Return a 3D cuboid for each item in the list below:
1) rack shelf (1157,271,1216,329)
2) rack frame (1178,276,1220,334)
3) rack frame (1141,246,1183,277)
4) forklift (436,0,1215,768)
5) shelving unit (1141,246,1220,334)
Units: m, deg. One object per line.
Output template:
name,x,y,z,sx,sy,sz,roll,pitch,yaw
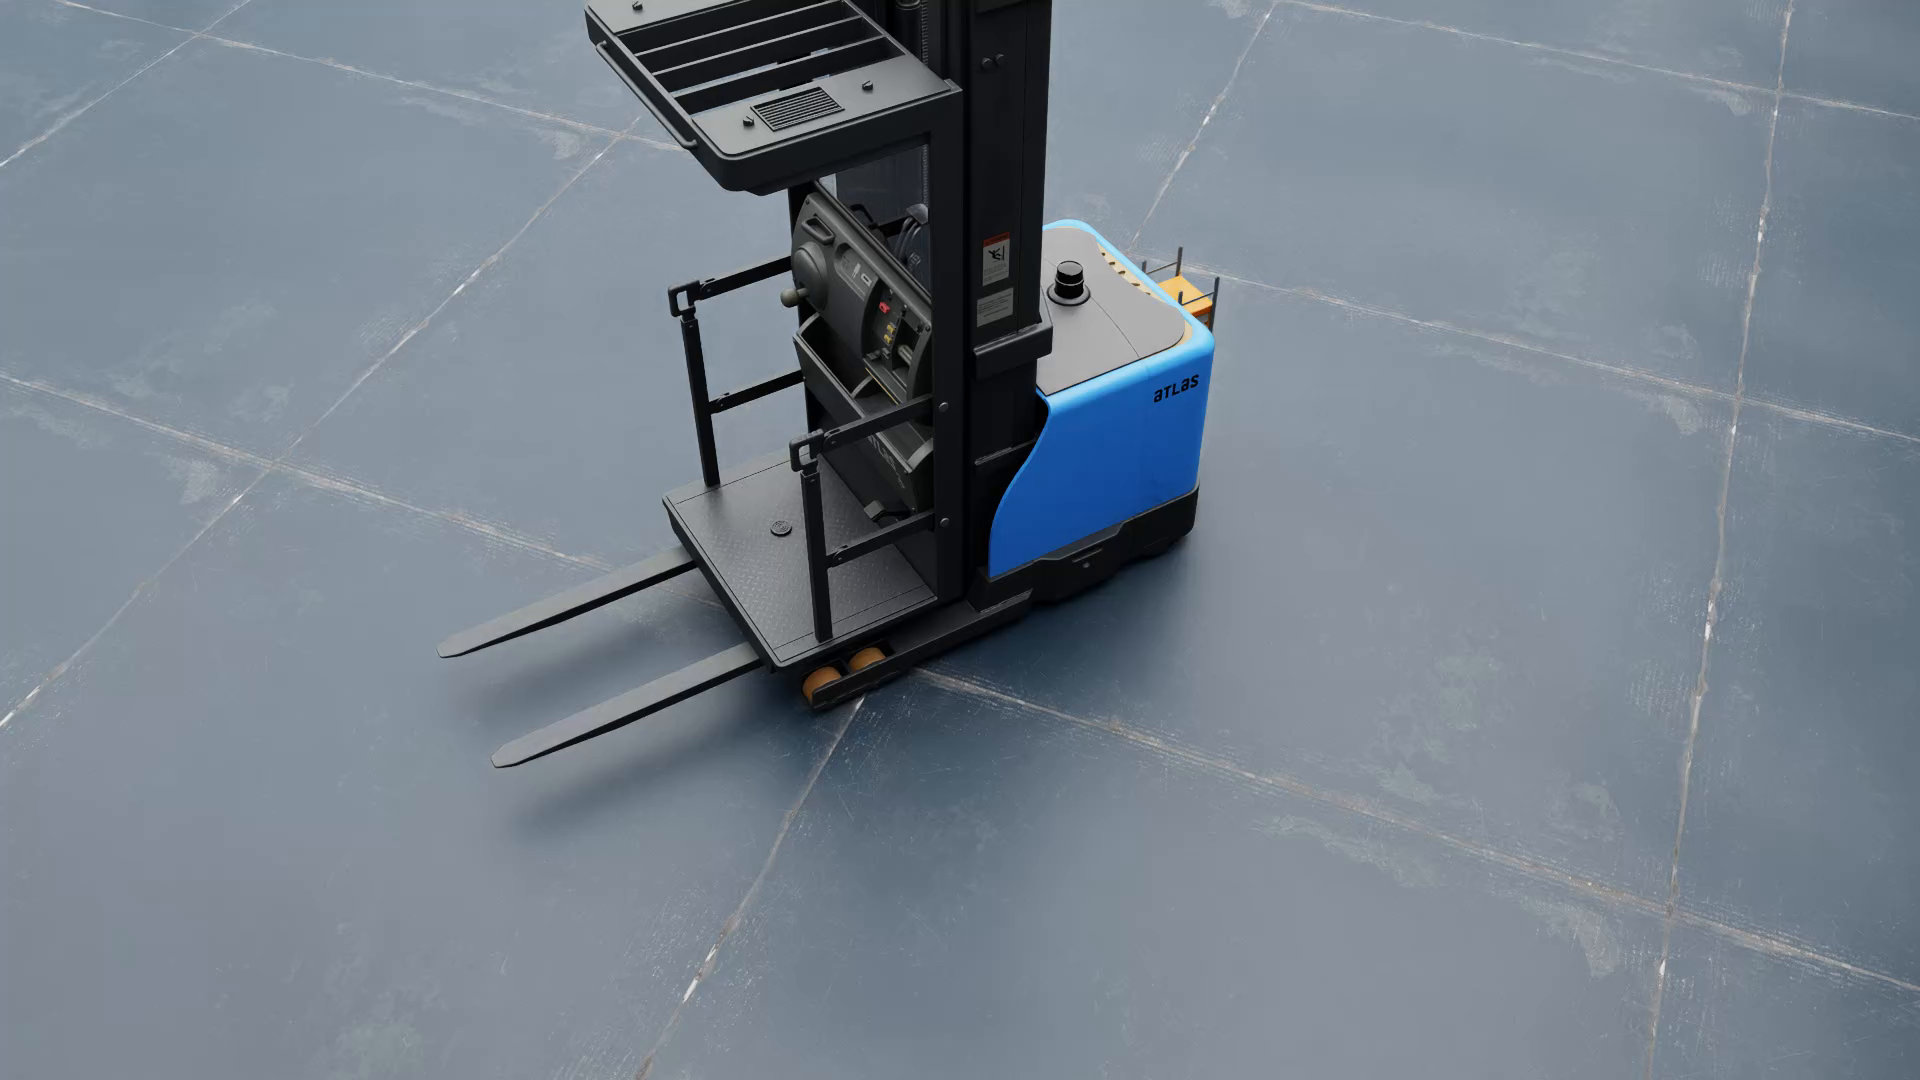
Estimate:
rack shelf,0.890,-0.914,6.876,0.215,0.259,0.240,-24,49,-22
rack frame,0.954,-0.647,6.995,0.200,1.050,0.008,-24,49,-22
rack frame,0.826,-0.794,7.142,0.200,1.050,0.008,-24,49,-22
forklift,-0.534,-0.814,5.829,3.031,2.935,1.130,-23,49,-21
shelving unit,0.890,-0.721,7.069,0.215,1.050,0.252,-24,49,-22
